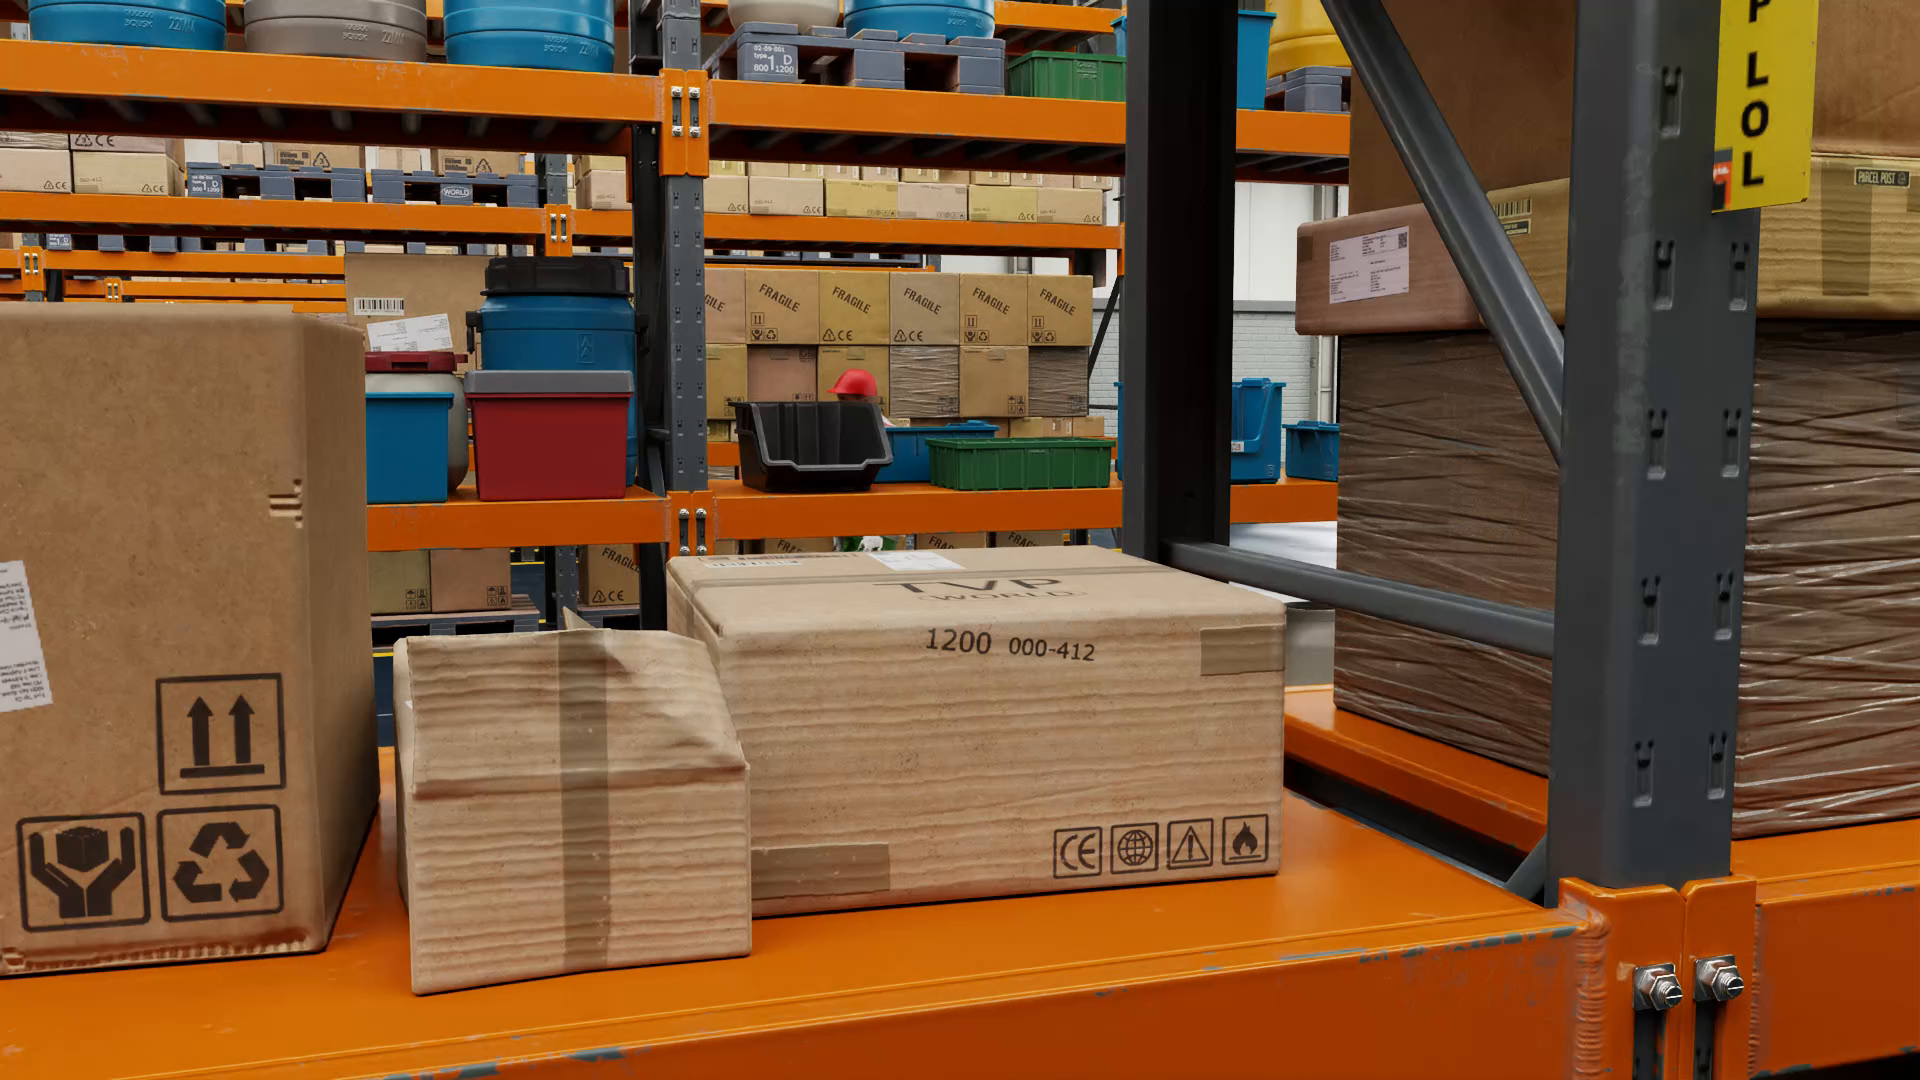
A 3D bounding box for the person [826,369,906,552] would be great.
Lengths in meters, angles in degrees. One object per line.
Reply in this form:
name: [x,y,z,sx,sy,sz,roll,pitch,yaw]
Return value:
person: [-0.509,-0.025,8.941,0.441,1.780,0.579,-2,6,-21]
